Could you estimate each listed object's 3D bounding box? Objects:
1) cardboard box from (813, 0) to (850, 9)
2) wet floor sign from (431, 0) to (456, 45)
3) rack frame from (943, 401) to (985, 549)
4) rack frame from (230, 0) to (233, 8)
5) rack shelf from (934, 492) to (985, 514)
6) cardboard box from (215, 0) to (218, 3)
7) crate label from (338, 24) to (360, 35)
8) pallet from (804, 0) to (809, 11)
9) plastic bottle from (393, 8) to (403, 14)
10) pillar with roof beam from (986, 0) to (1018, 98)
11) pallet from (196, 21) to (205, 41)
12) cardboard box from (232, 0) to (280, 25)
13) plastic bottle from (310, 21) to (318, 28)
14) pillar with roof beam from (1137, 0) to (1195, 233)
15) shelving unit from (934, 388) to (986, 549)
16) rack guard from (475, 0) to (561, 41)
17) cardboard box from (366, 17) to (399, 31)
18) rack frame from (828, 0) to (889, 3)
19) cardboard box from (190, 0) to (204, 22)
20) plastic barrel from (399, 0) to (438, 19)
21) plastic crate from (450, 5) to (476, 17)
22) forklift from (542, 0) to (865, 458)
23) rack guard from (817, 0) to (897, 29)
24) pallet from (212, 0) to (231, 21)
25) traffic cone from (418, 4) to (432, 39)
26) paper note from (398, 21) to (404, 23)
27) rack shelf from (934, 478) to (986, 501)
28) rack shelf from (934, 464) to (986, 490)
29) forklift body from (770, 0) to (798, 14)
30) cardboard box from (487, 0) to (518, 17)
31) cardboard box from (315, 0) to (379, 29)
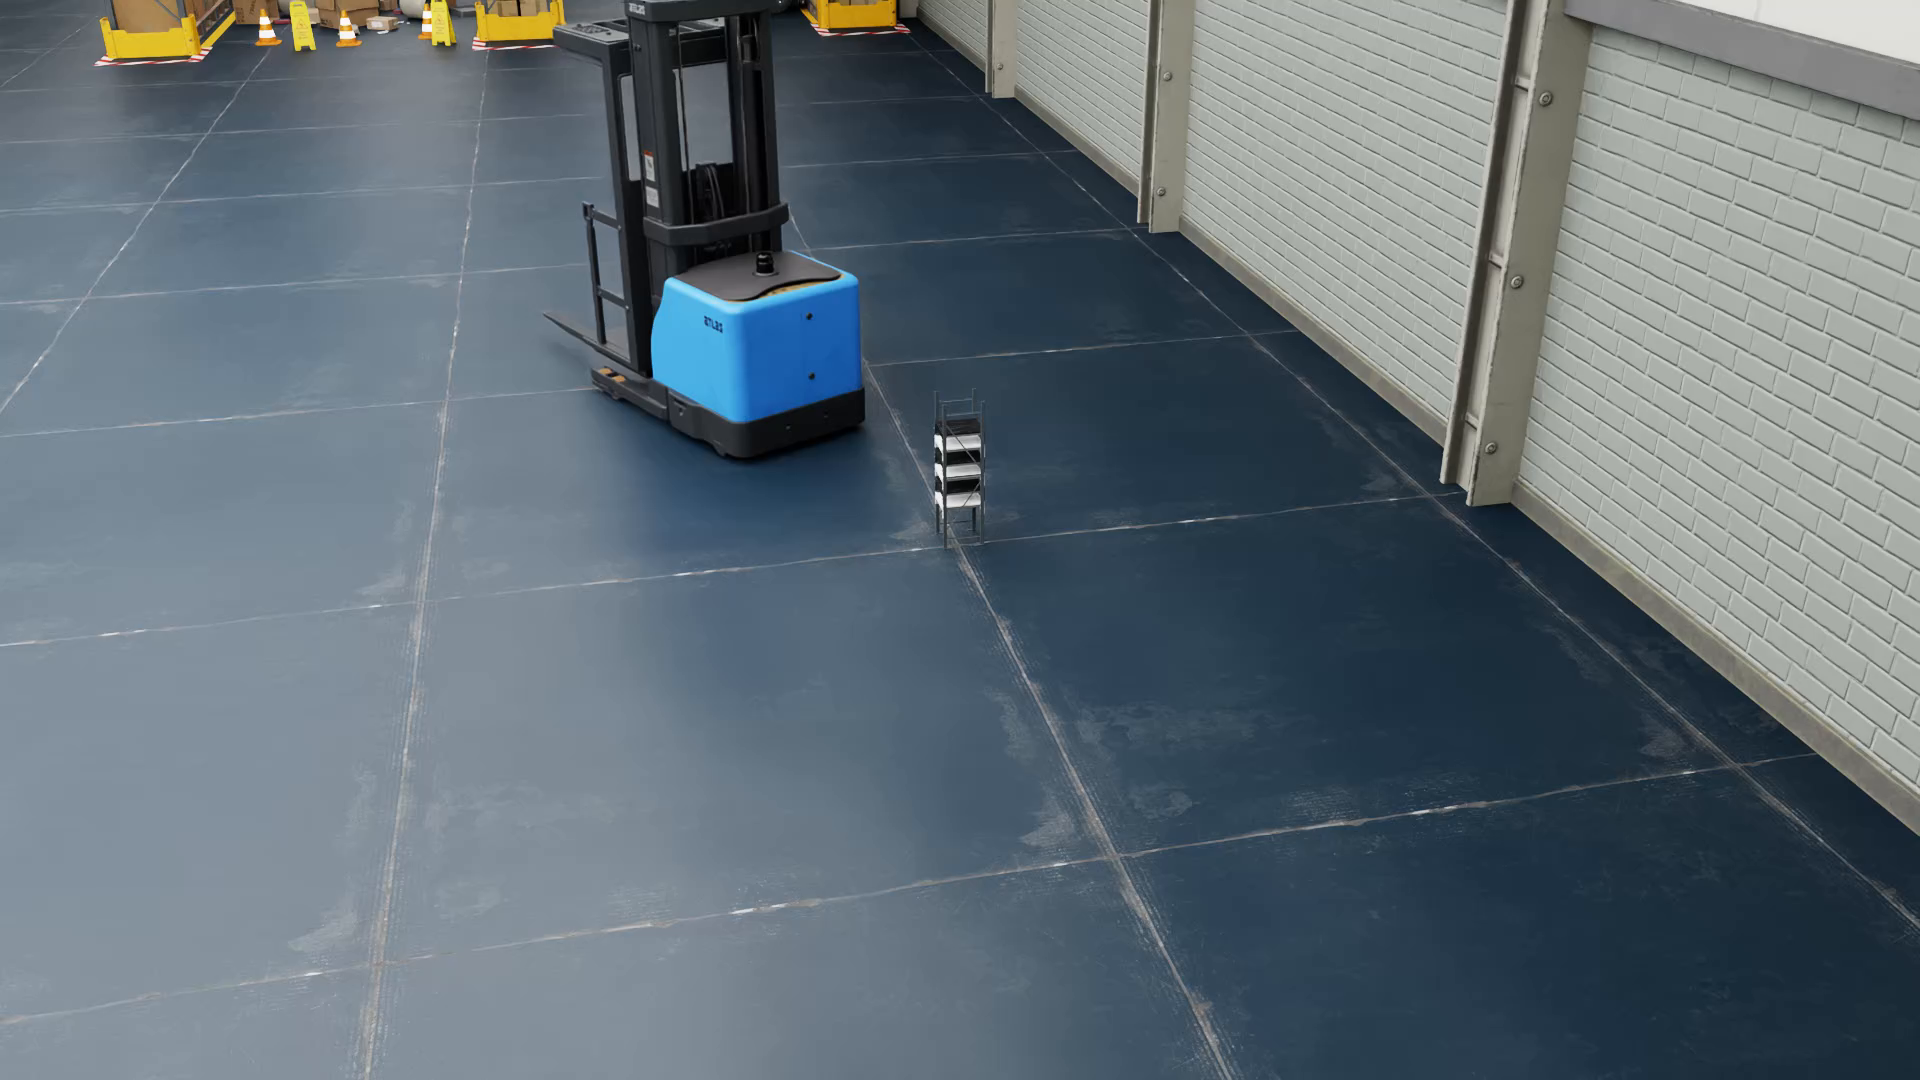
[{"bbox_3d":[-1.972,-8.285,25.421,0.500,0.250,0.500,-6,27,-11],"label":"cardboard box"},{"bbox_3d":[-7.393,-7.402,23.699,0.267,0.644,0.232,3,27,6],"label":"wet floor sign"},{"bbox_3d":[0.021,-0.361,9.466,0.240,0.900,0.006,-6,27,-12],"label":"rack frame"},{"bbox_3d":[-12.095,-9.854,25.944,1.000,3.000,0.127,-6,27,-12],"label":"rack frame"},{"bbox_3d":[-0.002,-0.215,9.650,0.258,0.077,0.200,-6,27,-12],"label":"rack shelf"},{"bbox_3d":[-12.021,-8.810,25.767,0.875,0.875,0.875,-6,27,-11],"label":"cardboard box"},{"bbox_3d":[-8.990,-7.502,24.461,0.250,0.136,0.298,-23,35,-38],"label":"crate label"},{"bbox_3d":[-2.043,-8.772,26.895,1.003,0.211,1.213,-6,27,-12],"label":"pallet"},{"bbox_3d":[-8.831,-8.332,26.190,0.133,0.061,0.283,-1,27,-3],"label":"plastic bottle"},{"bbox_3d":[-3.679,-9.155,17.901,9.100,9.000,0.400,-6,27,-12],"label":"pillar with roof beam"},{"bbox_3d":[-11.450,-7.196,23.773,1.003,0.211,1.213,-6,27,-12],"label":"pallet"},{"bbox_3d":[-10.745,-8.162,25.363,0.500,0.500,0.500,-1,27,-3],"label":"cardboard box"},{"bbox_3d":[-9.793,-7.780,25.097,0.133,0.061,0.283,-16,31,-29],"label":"plastic bottle"},{"bbox_3d":[-2.327,-6.521,12.683,9.100,9.000,0.400,-6,27,-12],"label":"pillar with roof beam"},{"bbox_3d":[-0.002,-0.405,9.554,0.258,0.900,0.210,-6,27,-12],"label":"shelving unit"},{"bbox_3d":[-6.411,-7.562,24.178,1.175,0.500,0.348,-6,27,-12],"label":"rack guard"},{"bbox_3d":[-8.657,-7.742,24.924,0.380,0.149,0.250,8,28,15],"label":"cardboard box"},{"bbox_3d":[-1.558,-9.151,24.551,1.000,3.000,0.127,-6,27,-12],"label":"rack frame"},{"bbox_3d":[-11.611,-8.014,24.191,0.875,0.875,0.875,-6,27,-12],"label":"cardboard box"},{"bbox_3d":[-8.334,-8.248,25.621,0.512,0.421,0.421,13,30,24],"label":"plastic barrel"},{"bbox_3d":[-7.740,-8.325,26.155,0.402,0.080,0.583,-16,31,-29],"label":"plastic crate"},{"bbox_3d":[-1.967,-2.425,11.301,1.130,2.935,3.031,-21,33,-35],"label":"forklift"},{"bbox_3d":[-1.553,-8.024,25.093,1.175,0.500,0.348,-6,27,-12],"label":"rack guard"},{"bbox_3d":[-12.000,-8.267,25.895,1.003,0.211,1.213,-6,27,-12],"label":"pallet"},{"bbox_3d":[-7.747,-7.570,24.235,0.336,0.463,0.334,-6,27,-12],"label":"traffic cone"},{"bbox_3d":[-8.591,-7.915,25.411,0.148,0.019,0.142,3,27,6],"label":"paper note"},{"bbox_3d":[-0.002,-0.295,9.610,0.258,0.077,0.200,-6,27,-12],"label":"rack shelf"},{"bbox_3d":[-0.002,-0.376,9.569,0.258,0.077,0.200,-6,27,-12],"label":"rack shelf"},{"bbox_3d":[-3.763,-9.419,26.024,2.313,2.155,1.214,-6,27,-12],"label":"forklift body"},{"bbox_3d":[-6.843,-7.943,24.744,0.500,0.250,0.500,-6,27,-12],"label":"cardboard box"},{"bbox_3d":[-9.256,-8.045,25.130,0.637,0.503,0.797,19,32,32],"label":"cardboard box"}]
